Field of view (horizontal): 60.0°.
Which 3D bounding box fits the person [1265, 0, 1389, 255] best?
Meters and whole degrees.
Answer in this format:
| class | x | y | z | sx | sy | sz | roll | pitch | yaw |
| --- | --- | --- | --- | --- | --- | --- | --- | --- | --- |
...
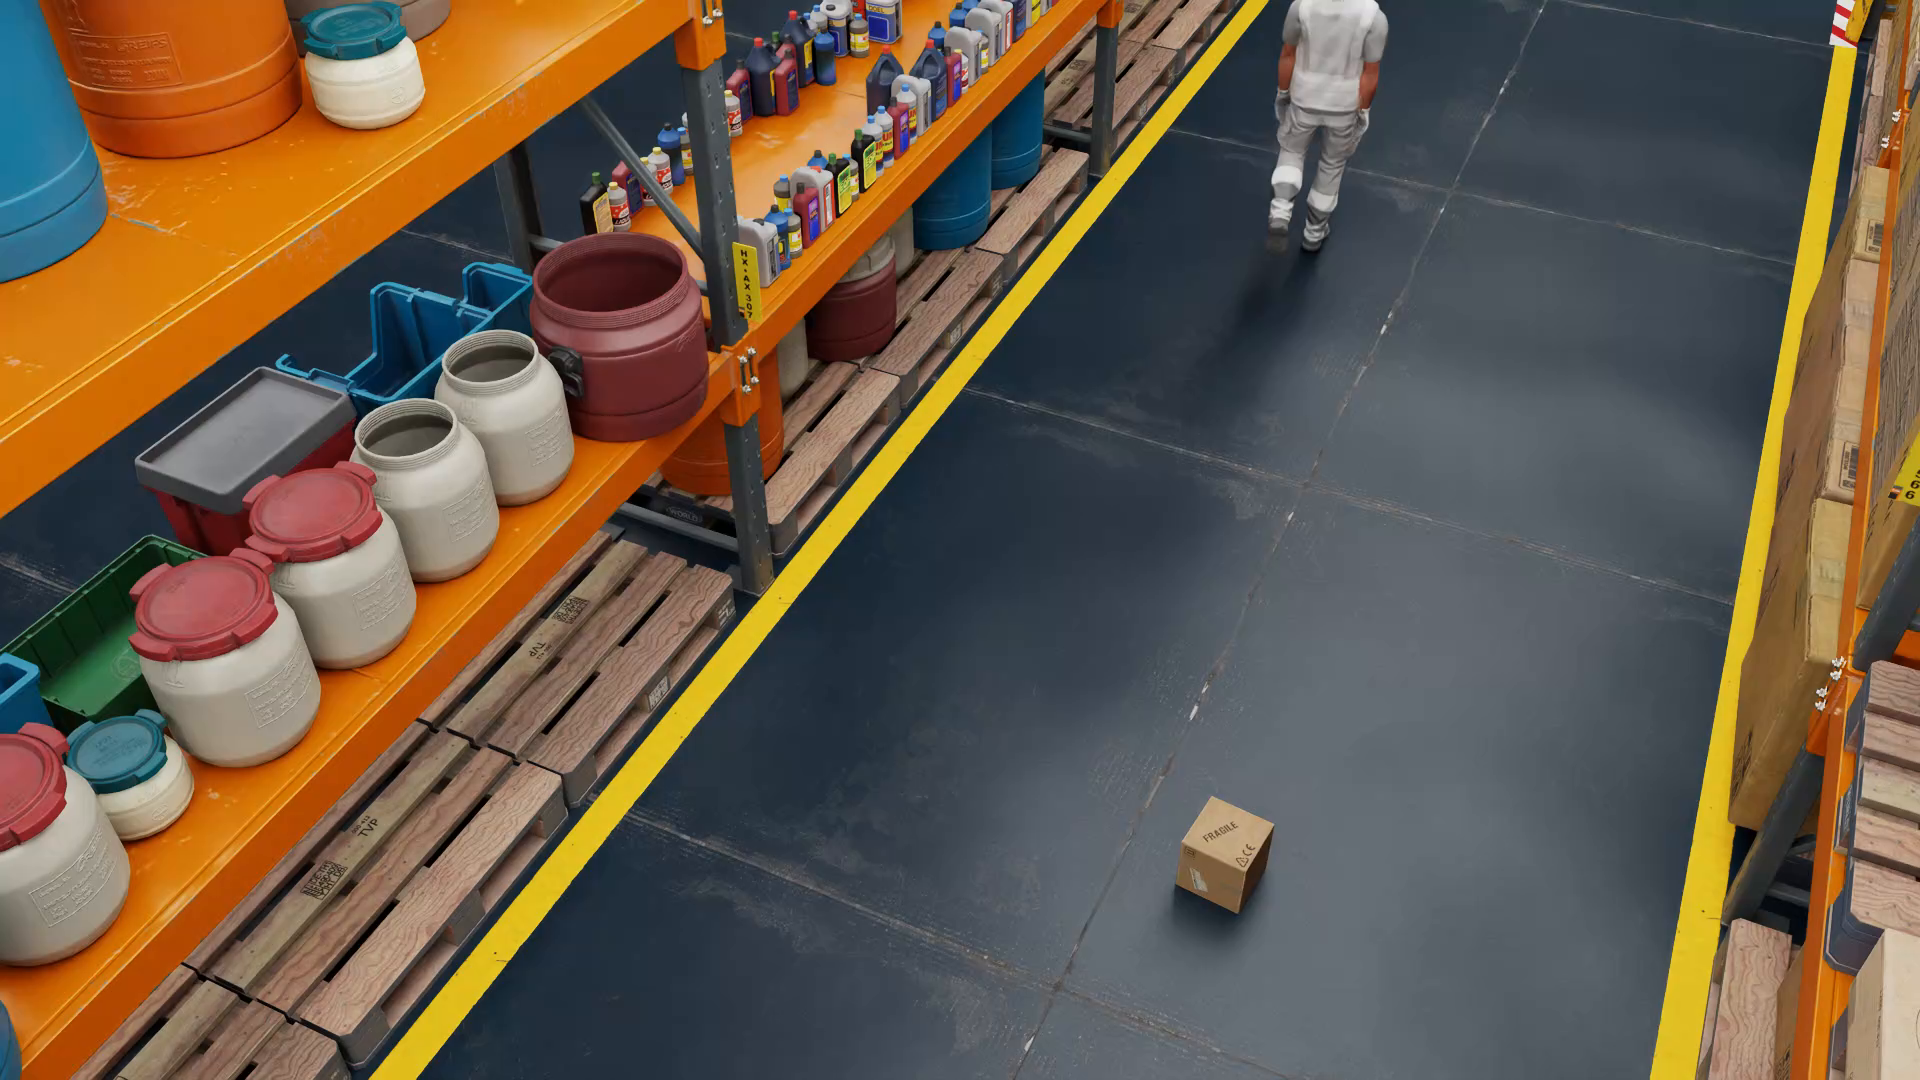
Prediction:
| class | x | y | z | sx | sy | sz | roll | pitch | yaw |
| --- | --- | --- | --- | --- | --- | --- | --- | --- | --- |
| person | 1.895 | -2.272 | 8.671 | 0.531 | 1.777 | 0.634 | 14 | 44 | 15 |
